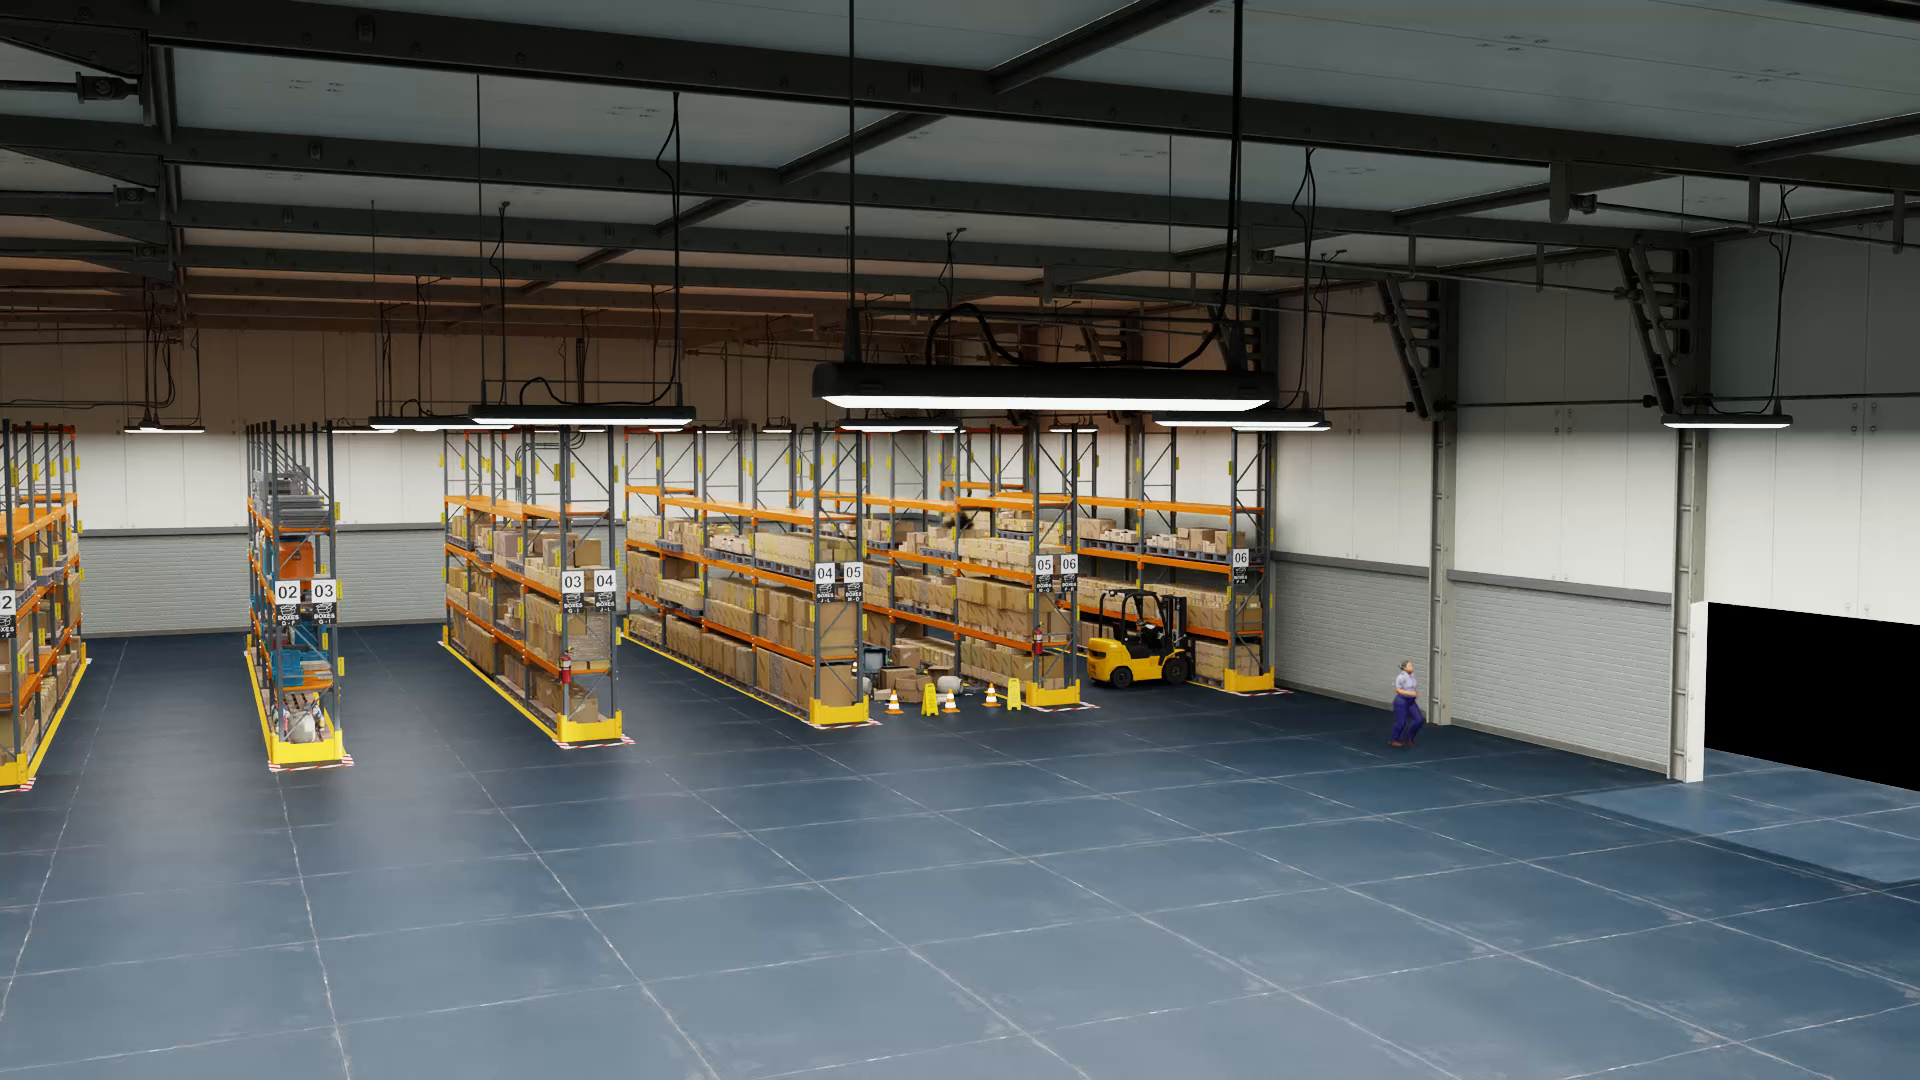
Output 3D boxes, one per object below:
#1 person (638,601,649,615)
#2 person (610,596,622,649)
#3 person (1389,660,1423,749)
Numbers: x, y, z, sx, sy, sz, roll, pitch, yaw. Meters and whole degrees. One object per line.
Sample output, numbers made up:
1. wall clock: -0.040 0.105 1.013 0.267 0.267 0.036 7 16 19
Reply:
1. person: -9.328 1.910 49.062 0.509 1.484 0.639 4 5 45
2. person: -9.293 2.084 44.087 0.654 1.824 0.830 -1 4 -18
3. person: 8.144 3.022 30.370 0.571 1.668 0.686 -3 5 -38
